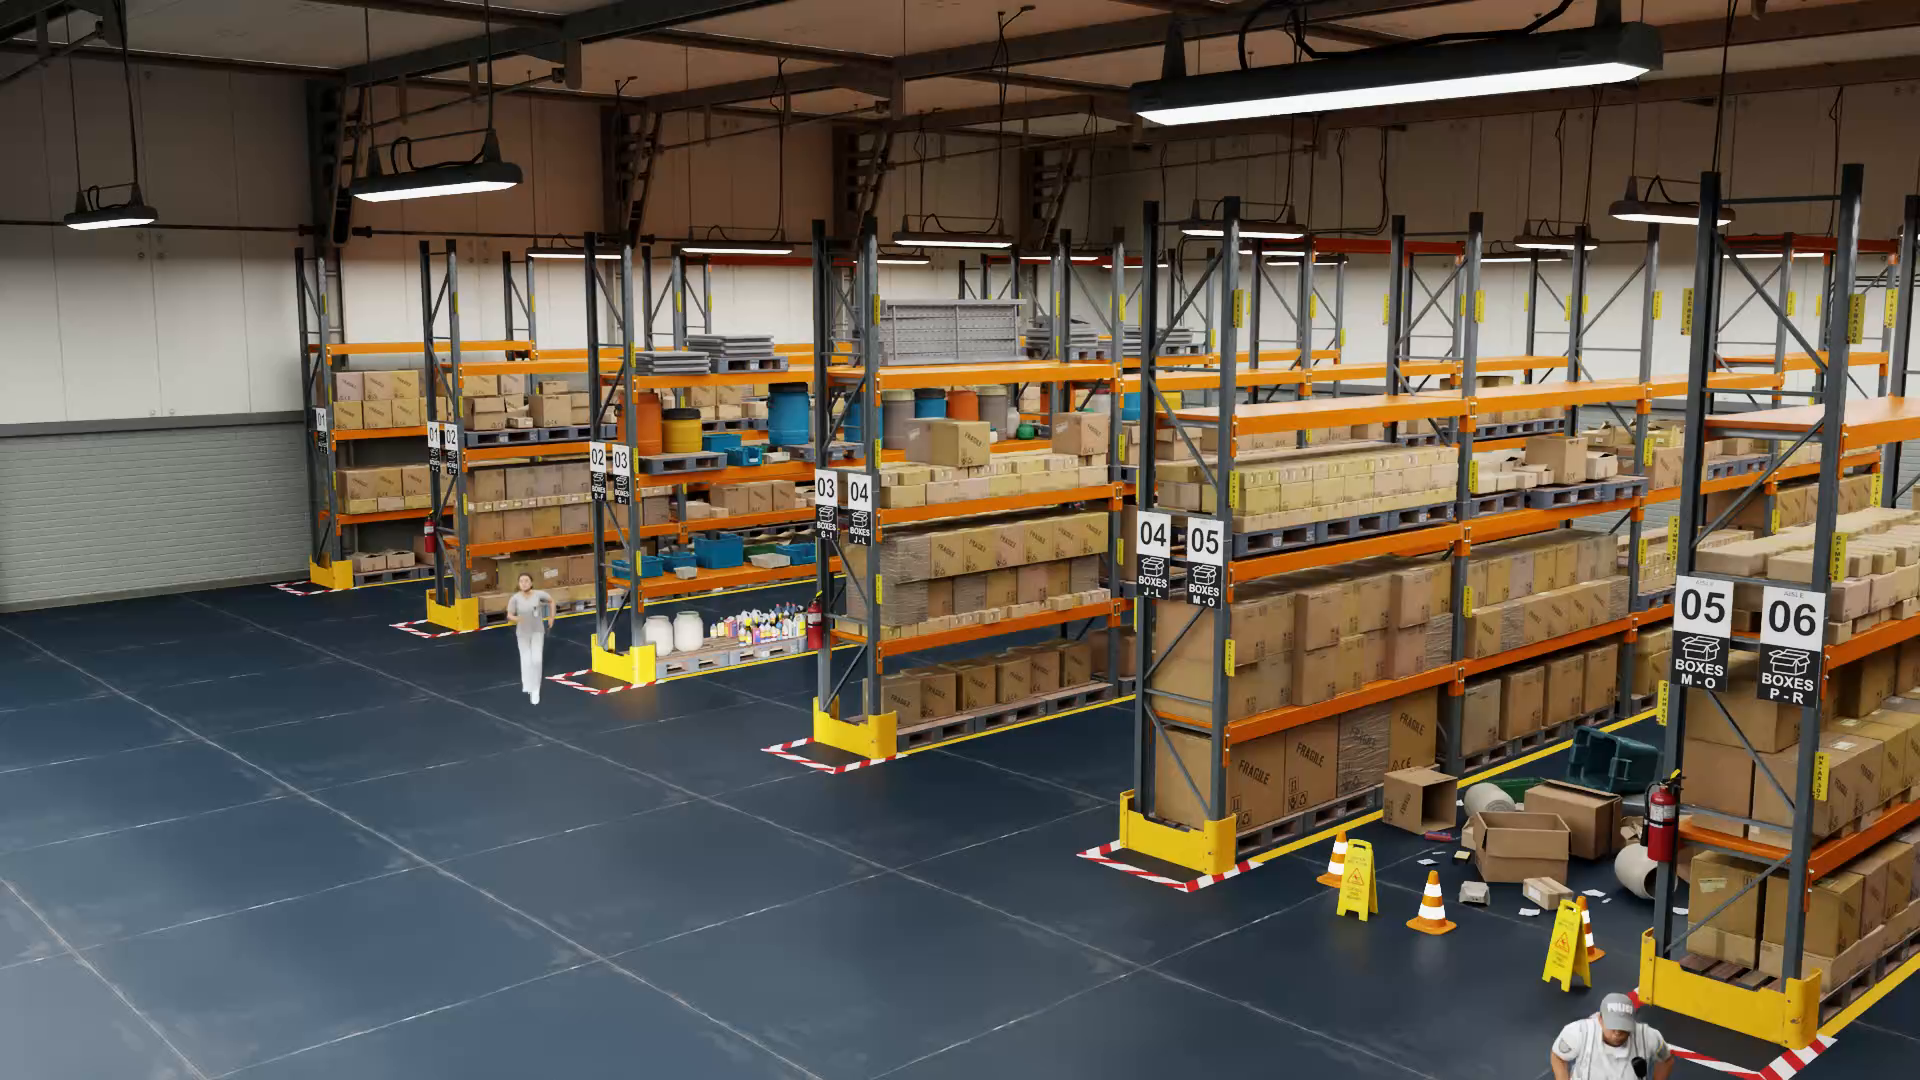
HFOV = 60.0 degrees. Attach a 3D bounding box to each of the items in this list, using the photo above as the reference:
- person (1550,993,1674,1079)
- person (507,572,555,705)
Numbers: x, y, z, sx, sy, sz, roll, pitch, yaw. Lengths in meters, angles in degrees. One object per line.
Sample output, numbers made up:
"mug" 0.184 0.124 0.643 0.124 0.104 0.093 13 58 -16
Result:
"person" 3.493 3.107 8.995 0.615 1.625 0.966 2 9 12
"person" -5.484 1.232 21.292 0.570 1.688 0.868 -1 8 -8
